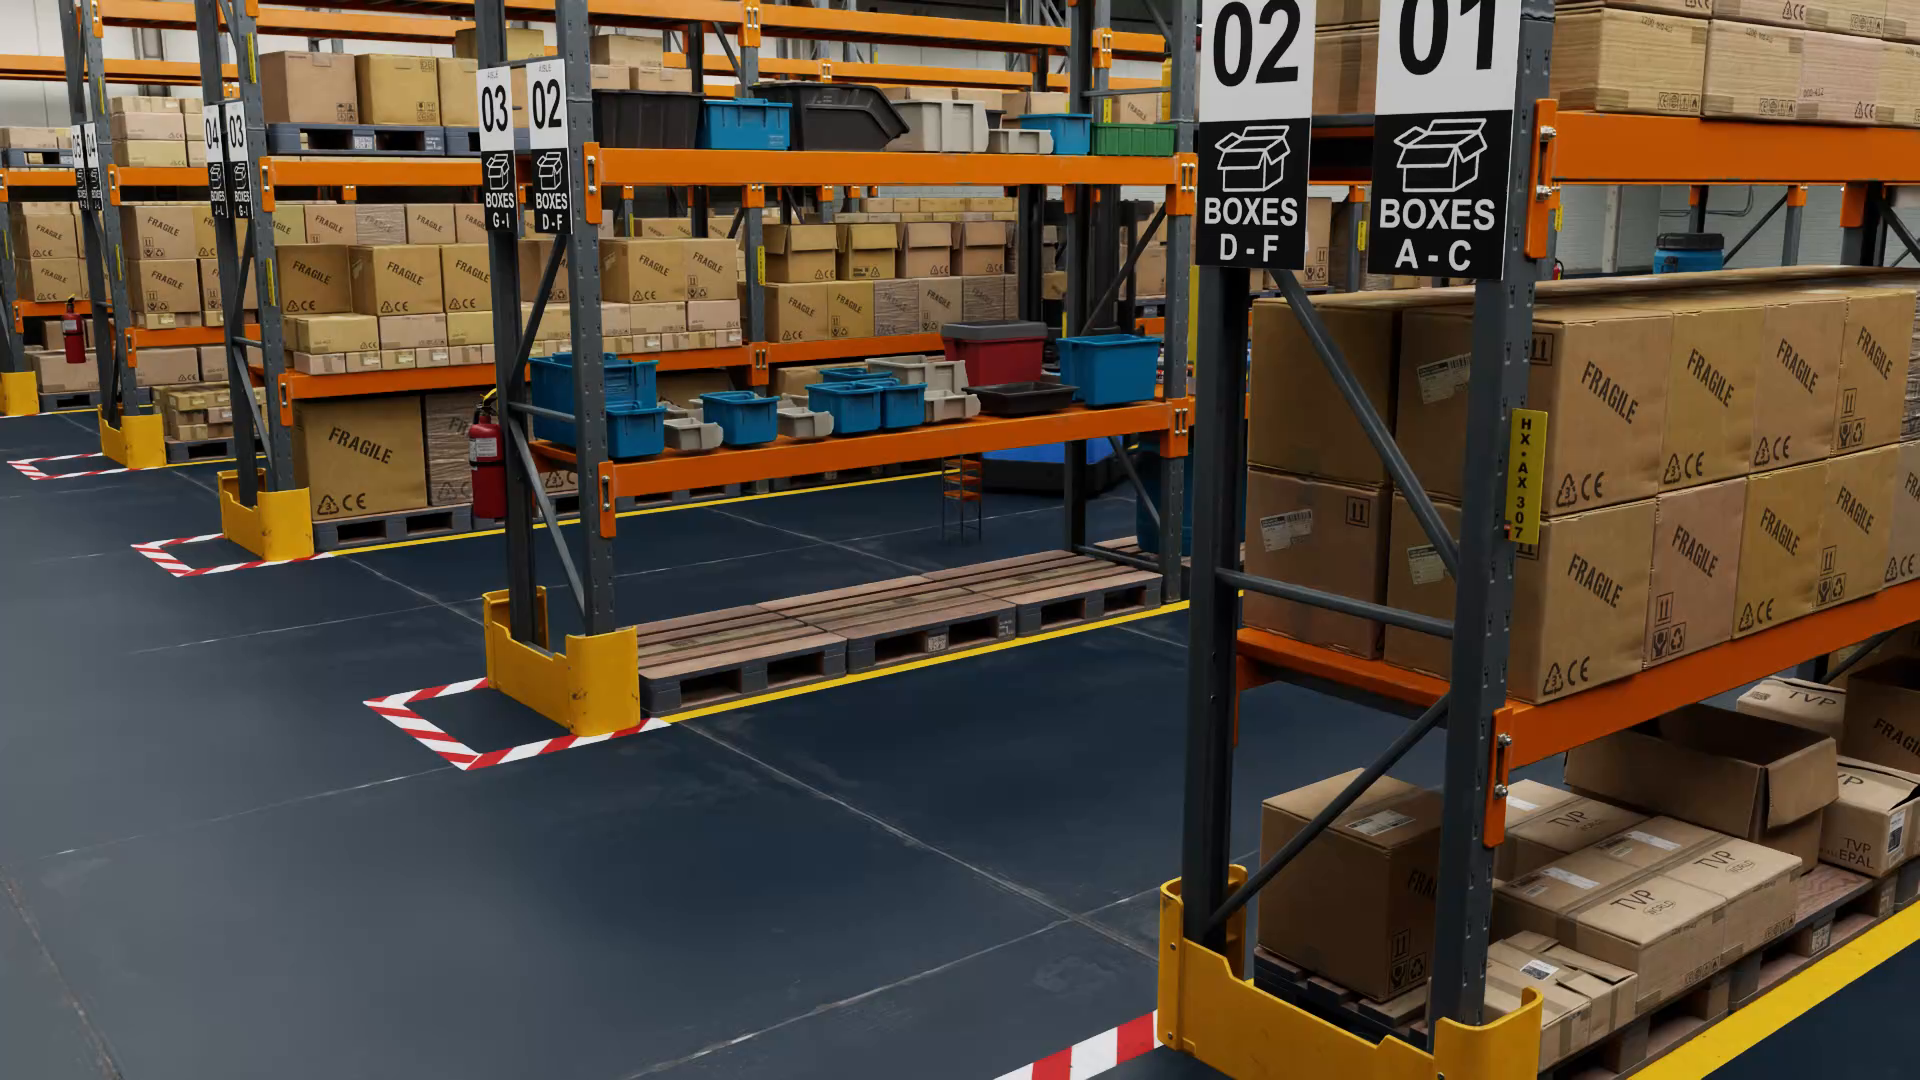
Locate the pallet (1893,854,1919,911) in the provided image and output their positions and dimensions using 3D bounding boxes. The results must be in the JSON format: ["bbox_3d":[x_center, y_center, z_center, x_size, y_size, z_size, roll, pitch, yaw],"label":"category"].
[{"bbox_3d":[3.621,1.115,6.870,1.213,0.211,1.003,-9,15,-38],"label":"pallet"}]

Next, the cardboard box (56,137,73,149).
[{"bbox_3d":[-10.769,-4.773,20.015,0.250,0.149,0.380,-11,16,-42],"label":"cardboard box"}]

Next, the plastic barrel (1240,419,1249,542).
[{"bbox_3d":[2.055,-0.481,11.712,0.708,0.901,0.600,-9,15,-38],"label":"plastic barrel"}]

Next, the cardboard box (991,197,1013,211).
[{"bbox_3d":[0.489,-5.627,28.543,0.500,0.500,0.700,-9,15,-37],"label":"cardboard box"}]

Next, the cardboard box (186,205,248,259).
[{"bbox_3d":[-7.264,-3.009,16.214,0.500,0.500,0.500,-9,15,-36],"label":"cardboard box"}]

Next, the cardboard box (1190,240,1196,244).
[{"bbox_3d":[3.130,-4.211,24.876,0.550,0.550,0.875,-9,15,-38],"label":"cardboard box"}]

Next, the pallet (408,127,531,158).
[{"bbox_3d":[-3.625,-3.107,13.033,1.213,0.211,1.003,-9,15,-38],"label":"pallet"}]

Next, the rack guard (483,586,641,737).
[{"bbox_3d":[-2.068,0.605,8.576,0.348,0.500,1.175,-9,15,-38],"label":"rack guard"}]

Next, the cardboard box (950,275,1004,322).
[{"bbox_3d":[0.069,-2.277,15.892,0.500,0.500,0.500,-10,16,-39],"label":"cardboard box"}]

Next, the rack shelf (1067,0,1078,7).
[{"bbox_3d":[-0.495,-3.270,9.056,4.000,0.370,1.077,-9,15,-38],"label":"rack shelf"}]

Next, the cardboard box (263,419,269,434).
[{"bbox_3d":[-6.951,-1.167,16.755,0.250,0.149,0.380,-9,15,-37],"label":"cardboard box"}]

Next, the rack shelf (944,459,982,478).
[{"bbox_3d":[0.011,-0.545,12.522,0.180,0.103,0.258,-9,15,-38],"label":"rack shelf"}]

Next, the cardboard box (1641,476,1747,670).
[{"bbox_3d":[1.945,0.049,4.934,0.500,0.500,0.500,-10,15,-38],"label":"cardboard box"}]

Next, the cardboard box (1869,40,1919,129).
[{"bbox_3d":[2.769,-1.432,5.292,0.500,0.250,0.500,-9,15,-38],"label":"cardboard box"}]

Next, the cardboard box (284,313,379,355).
[{"bbox_3d":[-4.608,-1.517,12.196,0.500,0.250,0.500,-10,16,-39],"label":"cardboard box"}]

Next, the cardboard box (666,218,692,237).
[{"bbox_3d":[-4.197,-4.561,24.920,0.500,0.500,0.500,-8,15,-35],"label":"cardboard box"}]

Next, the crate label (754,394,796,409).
[{"bbox_3d":[-1.096,-0.734,9.354,0.243,0.136,0.396,-9,15,-38],"label":"crate label"}]

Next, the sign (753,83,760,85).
[{"bbox_3d":[-1.680,-3.614,13.772,0.005,0.325,0.100,-9,15,-38],"label":"sign"}]

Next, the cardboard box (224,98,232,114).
[{"bbox_3d":[-7.117,-4.167,16.009,0.250,0.149,0.380,-9,15,-37],"label":"cardboard box"}]

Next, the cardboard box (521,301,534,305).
[{"bbox_3d":[-3.741,-1.804,13.550,0.500,0.250,0.500,-9,15,-38],"label":"cardboard box"}]

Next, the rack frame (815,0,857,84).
[{"bbox_3d":[-1.972,-7.525,26.404,0.127,3.000,1.000,-9,15,-38],"label":"rack frame"}]

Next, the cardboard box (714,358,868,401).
[{"bbox_3d":[-1.540,-1.198,15.152,0.875,0.875,1.225,-9,15,-37],"label":"cardboard box"}]

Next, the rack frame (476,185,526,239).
[{"bbox_3d":[-5.047,-2.763,18.419,0.127,3.000,1.000,-9,15,-38],"label":"rack frame"}]

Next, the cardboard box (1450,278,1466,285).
[{"bbox_3d":[5.765,-3.425,20.579,0.500,0.500,0.875,-9,15,-38],"label":"cardboard box"}]

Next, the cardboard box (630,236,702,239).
[{"bbox_3d":[-2.561,-2.364,14.378,0.500,0.500,0.500,-9,15,-38],"label":"cardboard box"}]

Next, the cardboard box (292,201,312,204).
[{"bbox_3d":[-8.534,-4.300,21.447,0.250,0.149,0.380,-9,15,-36],"label":"cardboard box"}]

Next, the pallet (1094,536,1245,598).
[{"bbox_3d":[1.695,0.129,11.515,1.213,0.211,1.003,-9,15,-38],"label":"pallet"}]

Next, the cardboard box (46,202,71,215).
[{"bbox_3d":[-10.732,-3.936,19.732,0.250,0.149,0.380,-9,15,-36],"label":"cardboard box"}]

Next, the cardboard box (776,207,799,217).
[{"bbox_3d":[-2.721,-5.120,25.989,0.250,0.149,0.380,-10,16,-39],"label":"cardboard box"}]

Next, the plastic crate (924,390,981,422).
[{"bbox_3d":[-0.105,-0.768,9.513,0.466,0.136,0.293,-9,15,-38],"label":"plastic crate"}]

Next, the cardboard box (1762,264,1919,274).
[{"bbox_3d":[3.614,-0.861,6.812,0.500,0.500,0.500,-9,15,-36],"label":"cardboard box"}]

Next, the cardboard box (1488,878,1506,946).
[{"bbox_3d":[1.678,1.203,5.503,0.250,0.166,0.380,-9,15,-38],"label":"cardboard box"}]

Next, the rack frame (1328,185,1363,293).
[{"bbox_3d":[4.219,-2.983,19.457,0.127,3.000,1.000,-9,15,-38],"label":"rack frame"}]

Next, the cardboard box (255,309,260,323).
[{"bbox_3d":[-6.953,-2.263,16.669,0.250,0.149,0.380,-10,15,-38],"label":"cardboard box"}]

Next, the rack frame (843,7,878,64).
[{"bbox_3d":[-1.952,-8.849,32.637,0.127,3.000,1.000,-9,15,-38],"label":"rack frame"}]

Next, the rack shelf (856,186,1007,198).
[{"bbox_3d":[-0.410,-5.966,28.012,4.000,0.370,1.077,-9,15,-38],"label":"rack shelf"}]

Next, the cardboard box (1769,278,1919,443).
[{"bbox_3d":[3.133,-0.636,5.756,0.500,0.500,0.500,-9,15,-37],"label":"cardboard box"}]

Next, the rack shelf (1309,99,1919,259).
[{"bbox_3d":[2.596,-1.194,5.540,4.000,0.370,1.077,-9,15,-38],"label":"rack shelf"}]

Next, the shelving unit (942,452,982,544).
[{"bbox_3d":[0.011,-0.589,12.513,0.189,1.200,0.258,-9,15,-38],"label":"shelving unit"}]

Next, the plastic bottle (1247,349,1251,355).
[{"bbox_3d":[1.952,-1.127,11.014,0.135,0.276,0.152,-9,15,-38],"label":"plastic bottle"}]

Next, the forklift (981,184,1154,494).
[{"bbox_3d":[1.150,-2.098,15.451,1.130,2.935,3.031,4,13,19],"label":"forklift"}]

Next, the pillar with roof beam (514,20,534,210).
[{"bbox_3d":[-5.054,-7.428,25.945,0.400,9.000,9.100,-9,15,-38],"label":"pillar with roof beam"}]

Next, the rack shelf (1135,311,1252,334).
[{"bbox_3d":[2.658,-2.372,18.310,4.000,0.370,1.077,-9,15,-38],"label":"rack shelf"}]

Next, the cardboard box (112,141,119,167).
[{"bbox_3d":[-7.981,-3.740,16.159,0.500,0.250,0.500,-10,15,-39],"label":"cardboard box"}]

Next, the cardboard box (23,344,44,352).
[{"bbox_3d":[-13.553,-2.762,24.267,0.250,0.149,0.380,-10,16,-40],"label":"cardboard box"}]

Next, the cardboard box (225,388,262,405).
[{"bbox_3d":[-7.132,-1.426,16.542,0.250,0.149,0.380,-9,15,-38],"label":"cardboard box"}]

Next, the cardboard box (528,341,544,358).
[{"bbox_3d":[-3.467,-1.496,13.056,0.250,0.149,0.380,-10,16,-39],"label":"cardboard box"}]

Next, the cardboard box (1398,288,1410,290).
[{"bbox_3d":[5.146,-2.941,19.862,0.250,0.149,0.380,-9,15,-38],"label":"cardboard box"}]

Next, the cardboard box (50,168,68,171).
[{"bbox_3d":[-13.039,-5.348,23.976,0.250,0.149,0.380,-10,15,-38],"label":"cardboard box"}]

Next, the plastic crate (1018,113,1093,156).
[{"bbox_3d":[0.555,-2.357,9.691,0.300,0.233,0.416,-9,15,-38],"label":"plastic crate"}]

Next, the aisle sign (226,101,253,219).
[{"bbox_3d":[-5.020,-2.640,11.581,0.004,0.787,0.394,-9,15,-38],"label":"aisle sign"}]

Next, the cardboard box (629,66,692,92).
[{"bbox_3d":[-2.601,-3.605,13.668,0.500,0.500,0.700,-11,16,-41],"label":"cardboard box"}]

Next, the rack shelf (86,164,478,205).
[{"bbox_3d":[-6.609,-3.619,16.960,4.000,0.370,1.077,-9,15,-38],"label":"rack shelf"}]
